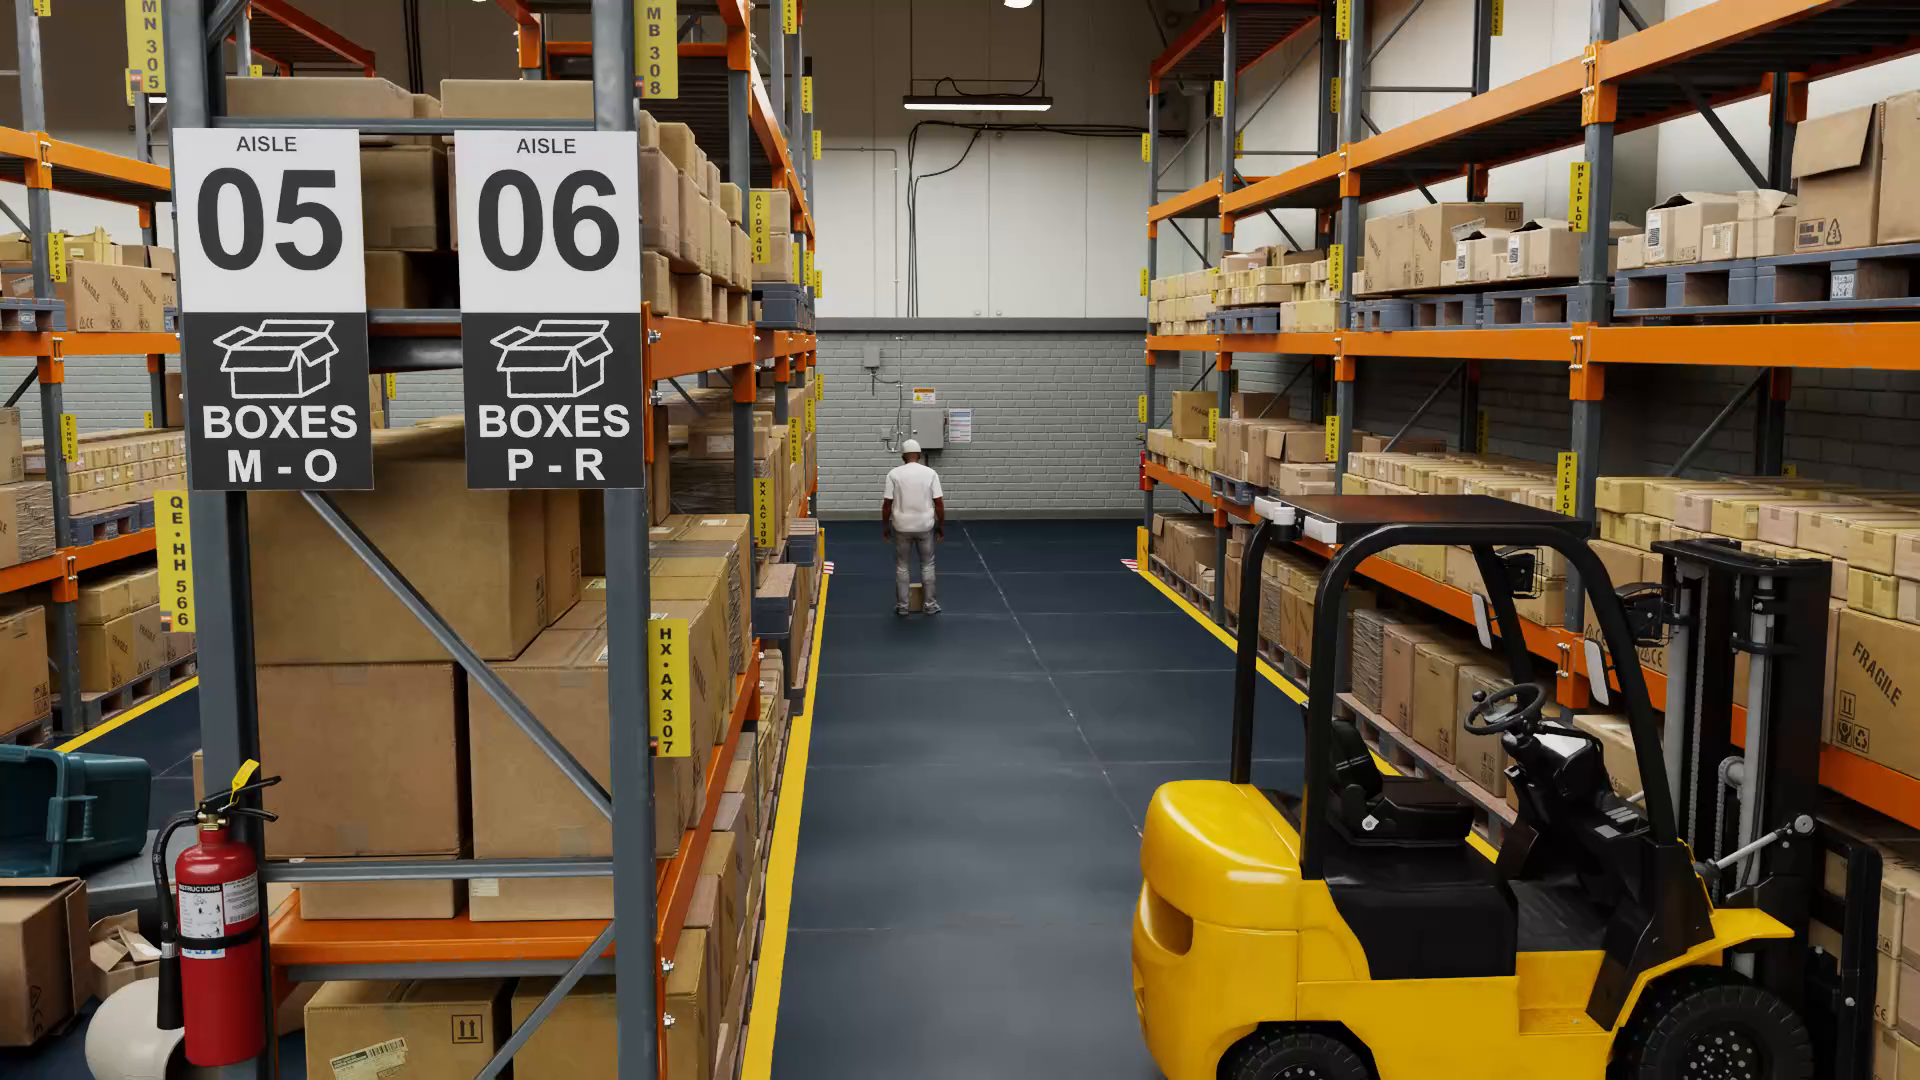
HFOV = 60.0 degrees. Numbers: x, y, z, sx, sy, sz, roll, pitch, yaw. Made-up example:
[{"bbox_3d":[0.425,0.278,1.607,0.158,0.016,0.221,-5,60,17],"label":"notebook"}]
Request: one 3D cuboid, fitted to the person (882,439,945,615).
[{"bbox_3d":[-0.469,-0.132,16.771,0.628,1.761,0.458,0,7,-3],"label":"person"}]
